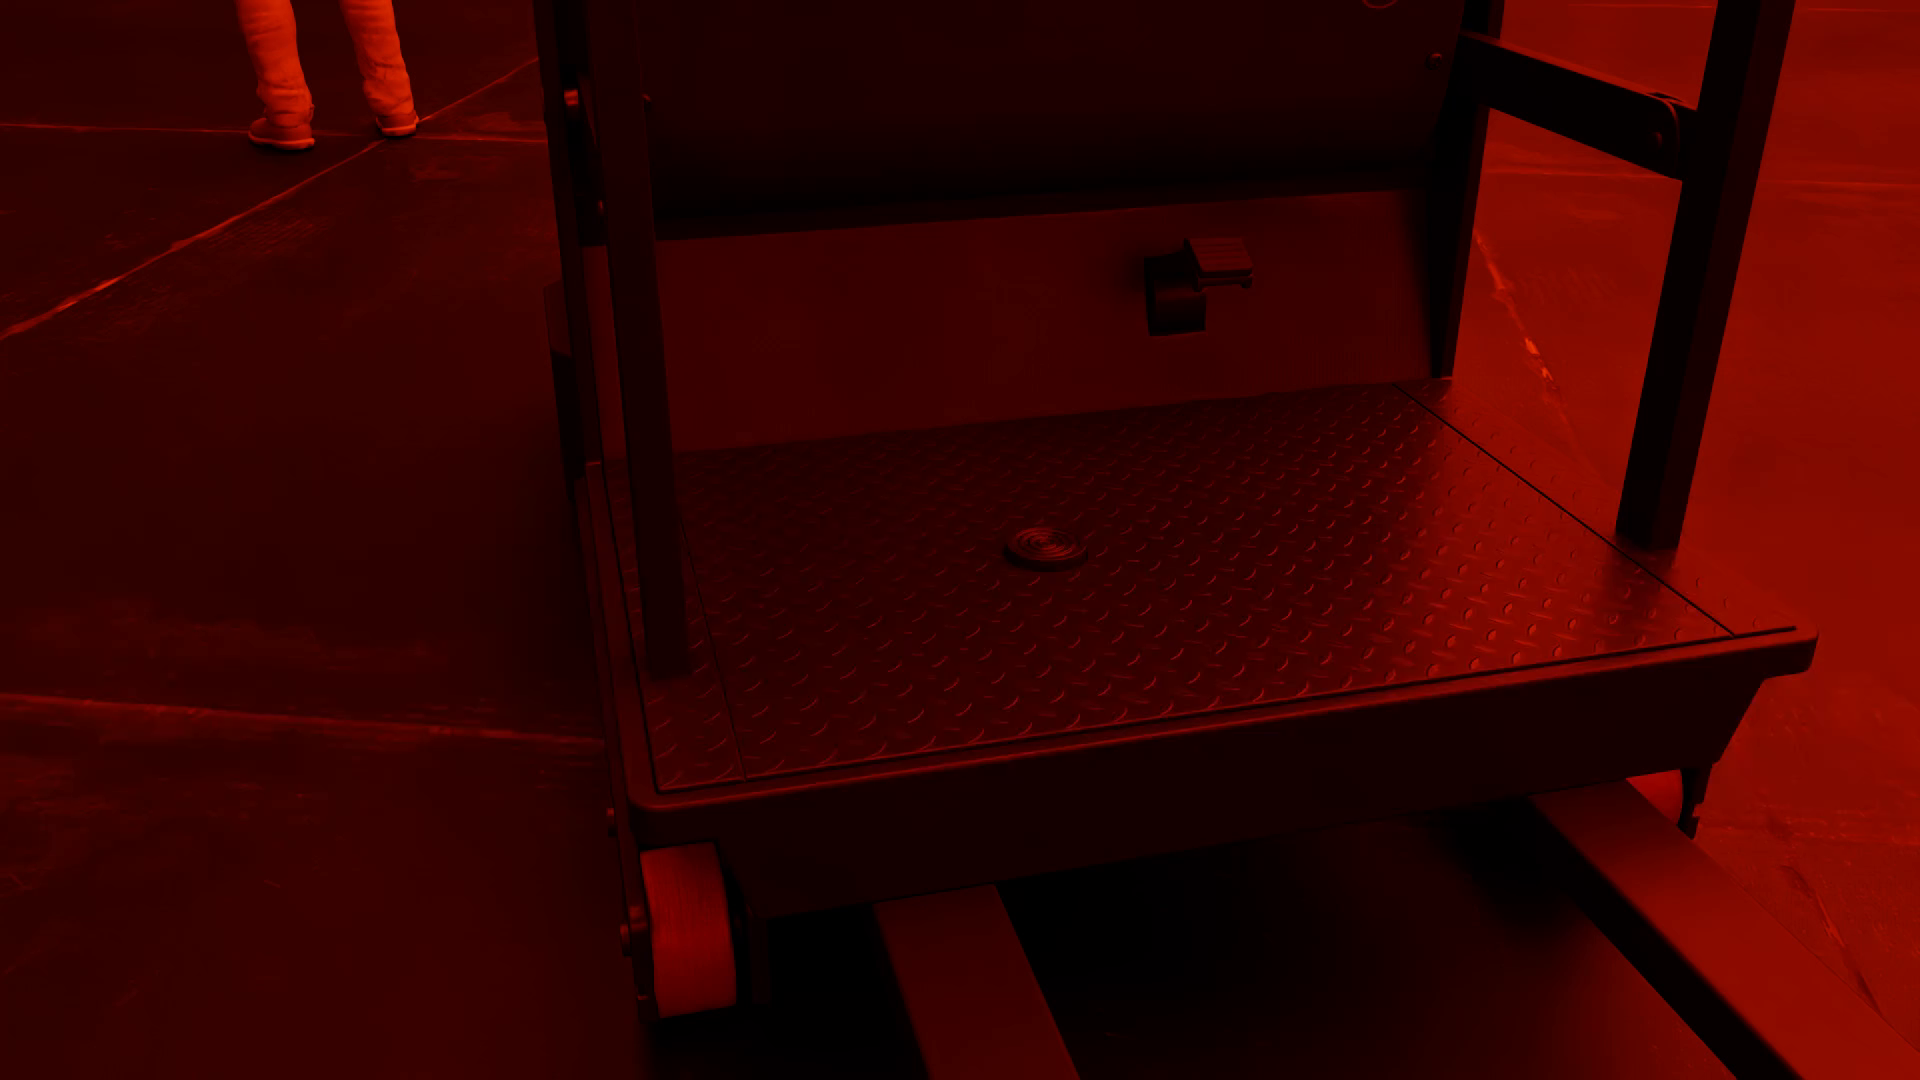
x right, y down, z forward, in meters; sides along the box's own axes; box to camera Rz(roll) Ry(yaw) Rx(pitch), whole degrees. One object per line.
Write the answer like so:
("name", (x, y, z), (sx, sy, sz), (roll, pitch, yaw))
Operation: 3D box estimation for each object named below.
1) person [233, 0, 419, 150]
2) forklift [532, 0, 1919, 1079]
("person", (-1.831, -1.914, 4.473), (0.564, 1.667, 0.463), (-18, 32, -32))
("forklift", (0.153, -1.049, 1.319), (1.130, 2.935, 3.031), (-7, 27, -13))
